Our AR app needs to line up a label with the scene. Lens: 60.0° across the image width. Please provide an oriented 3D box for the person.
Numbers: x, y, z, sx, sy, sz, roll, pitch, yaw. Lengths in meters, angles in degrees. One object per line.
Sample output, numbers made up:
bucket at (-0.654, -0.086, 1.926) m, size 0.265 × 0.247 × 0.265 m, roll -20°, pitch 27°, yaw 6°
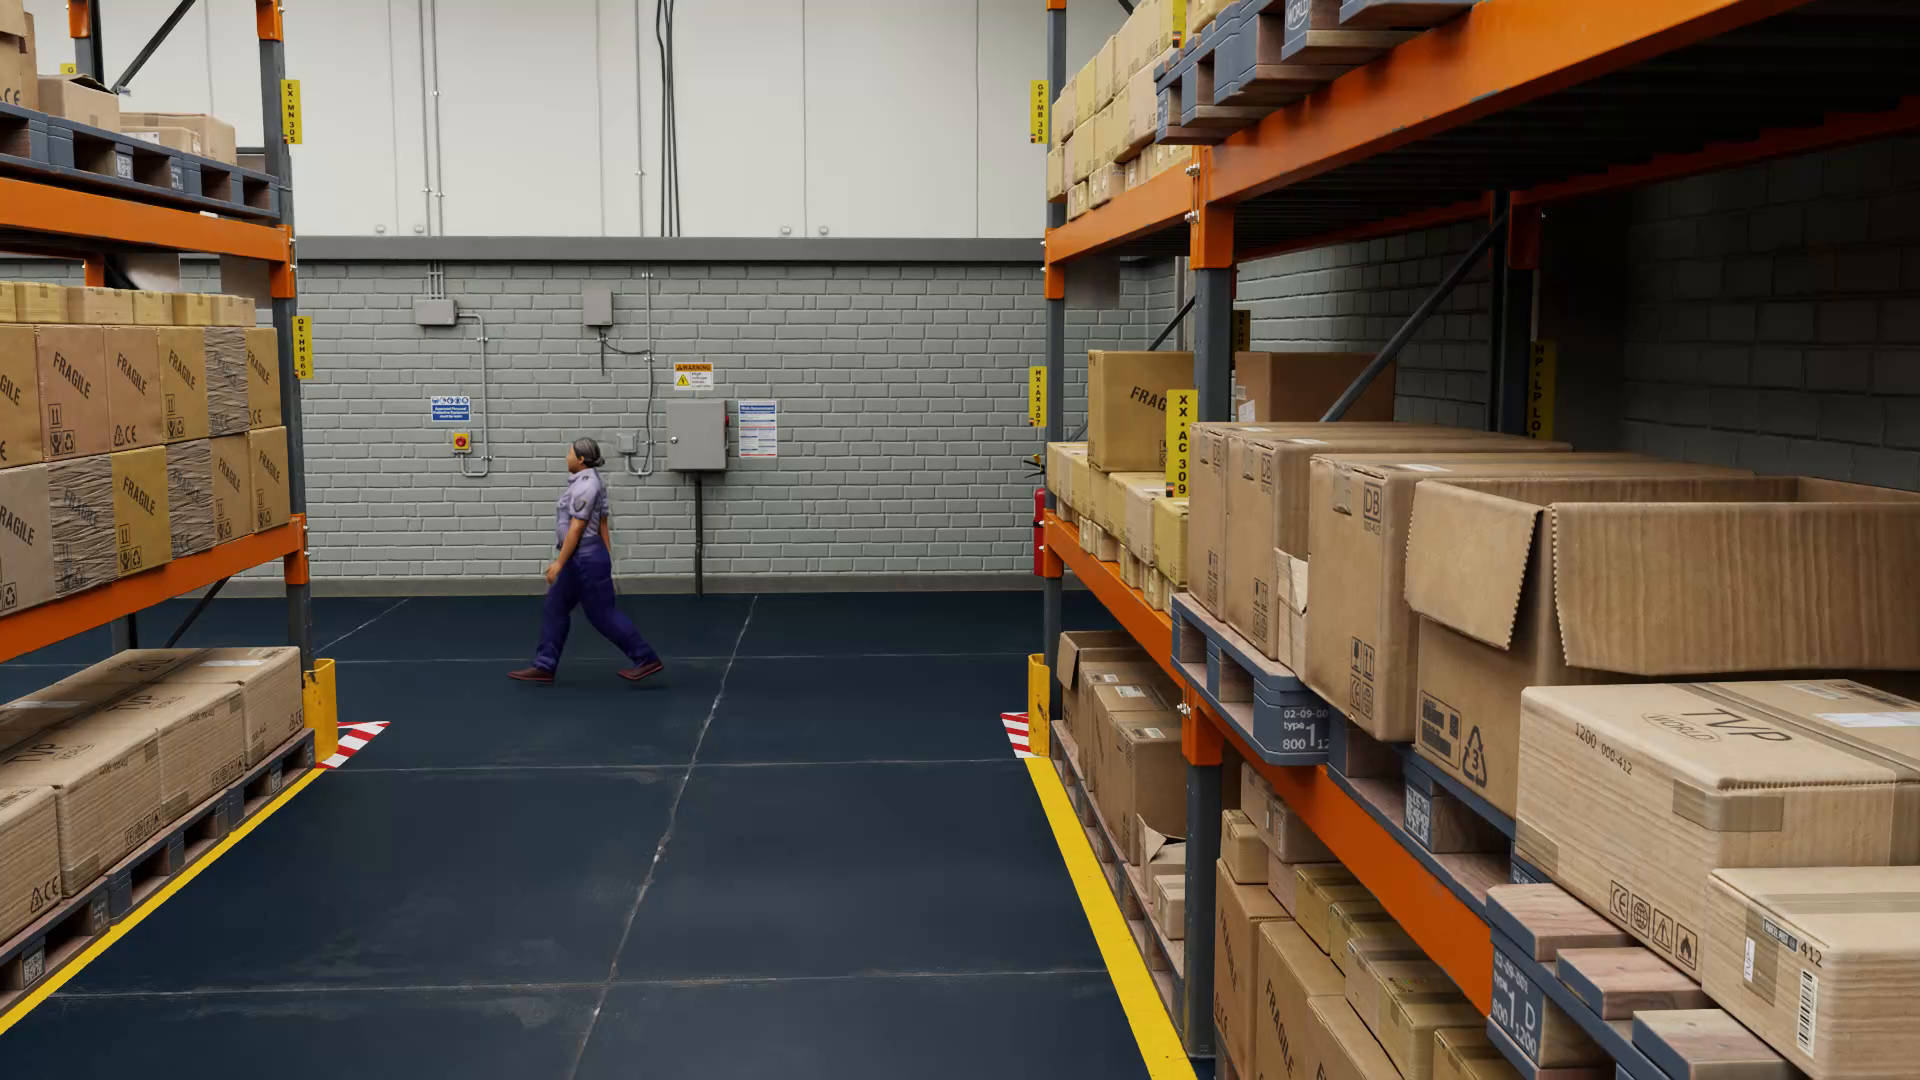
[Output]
person at (-2.430, 0.143, 10.669) m, size 0.988 × 1.583 × 0.471 m, roll -1°, pitch 7°, yaw -10°
